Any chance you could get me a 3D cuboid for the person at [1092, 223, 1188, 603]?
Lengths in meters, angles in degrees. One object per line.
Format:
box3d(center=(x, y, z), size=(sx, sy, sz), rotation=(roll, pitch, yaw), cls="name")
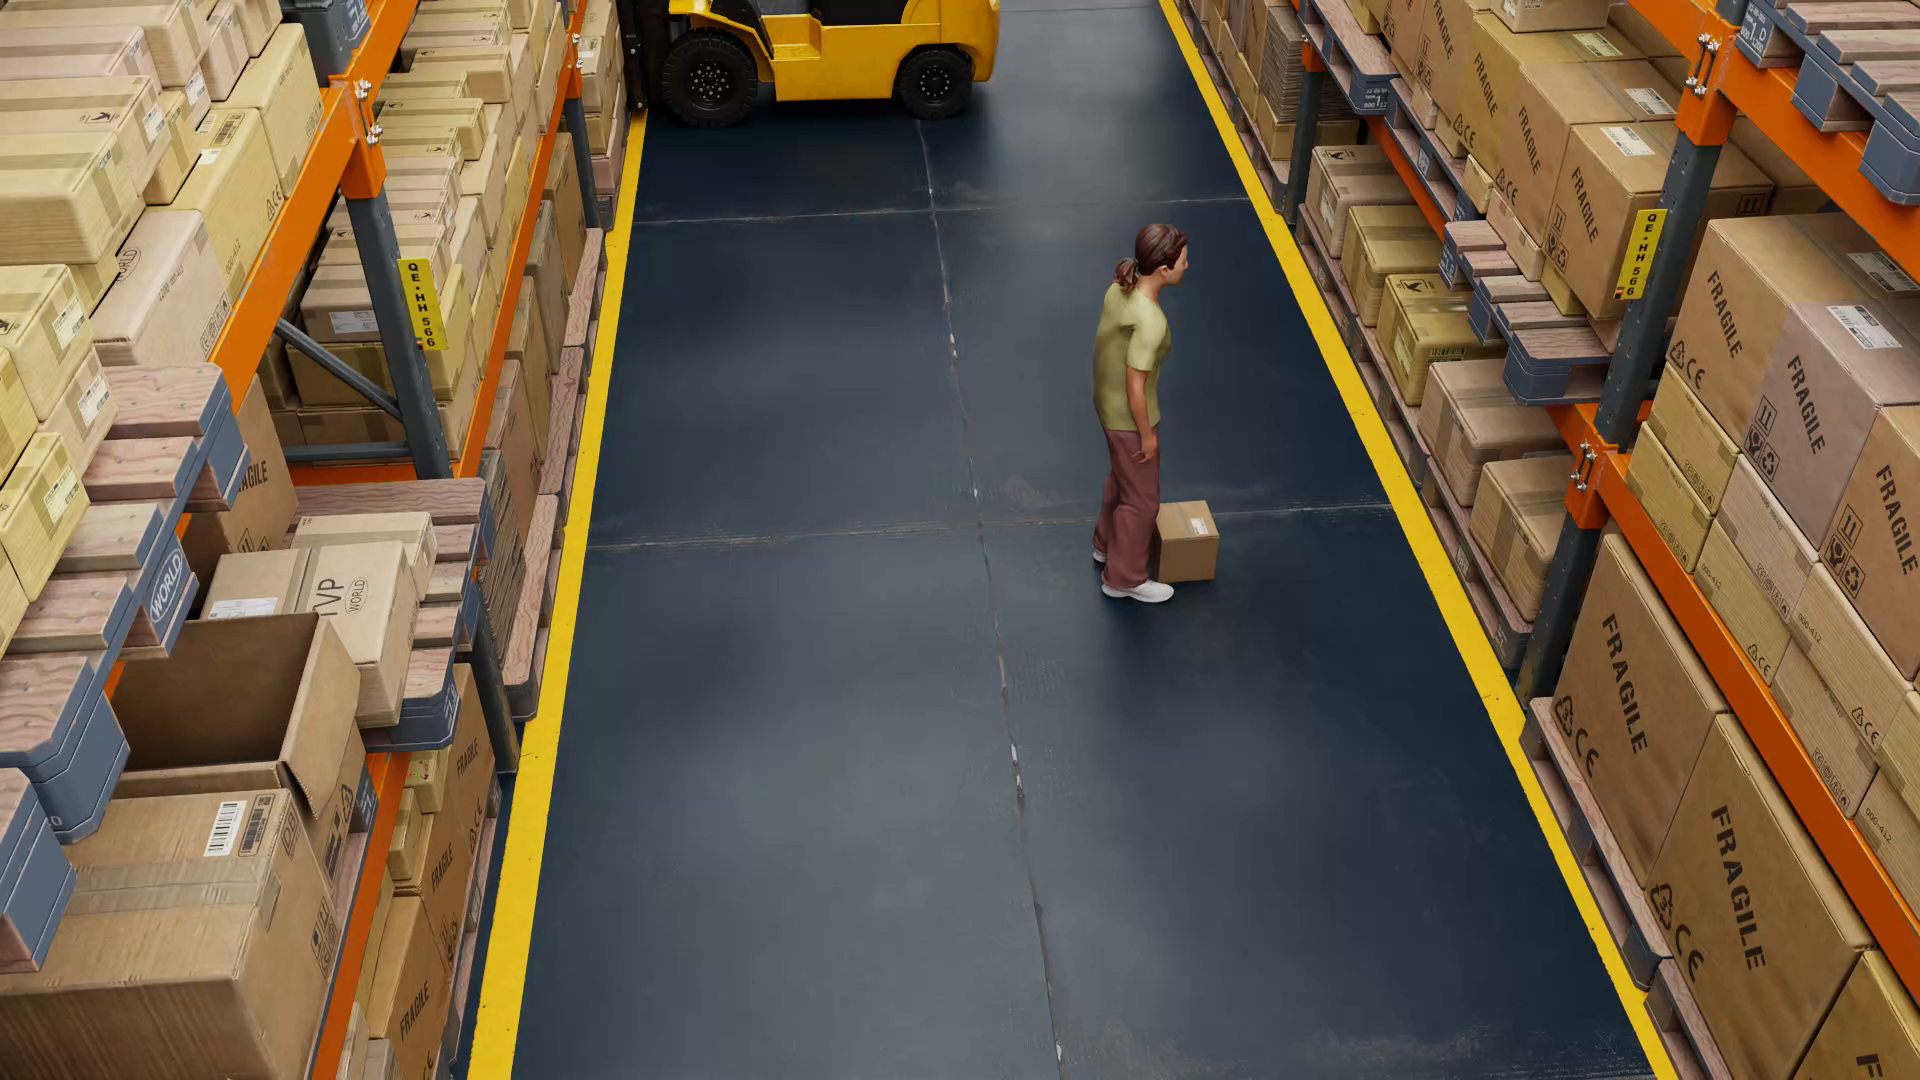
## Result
box3d(center=(0.725, -0.522, 6.796), size=(0.366, 1.671, 0.510), rotation=(-5, 40, -6), cls="person")
